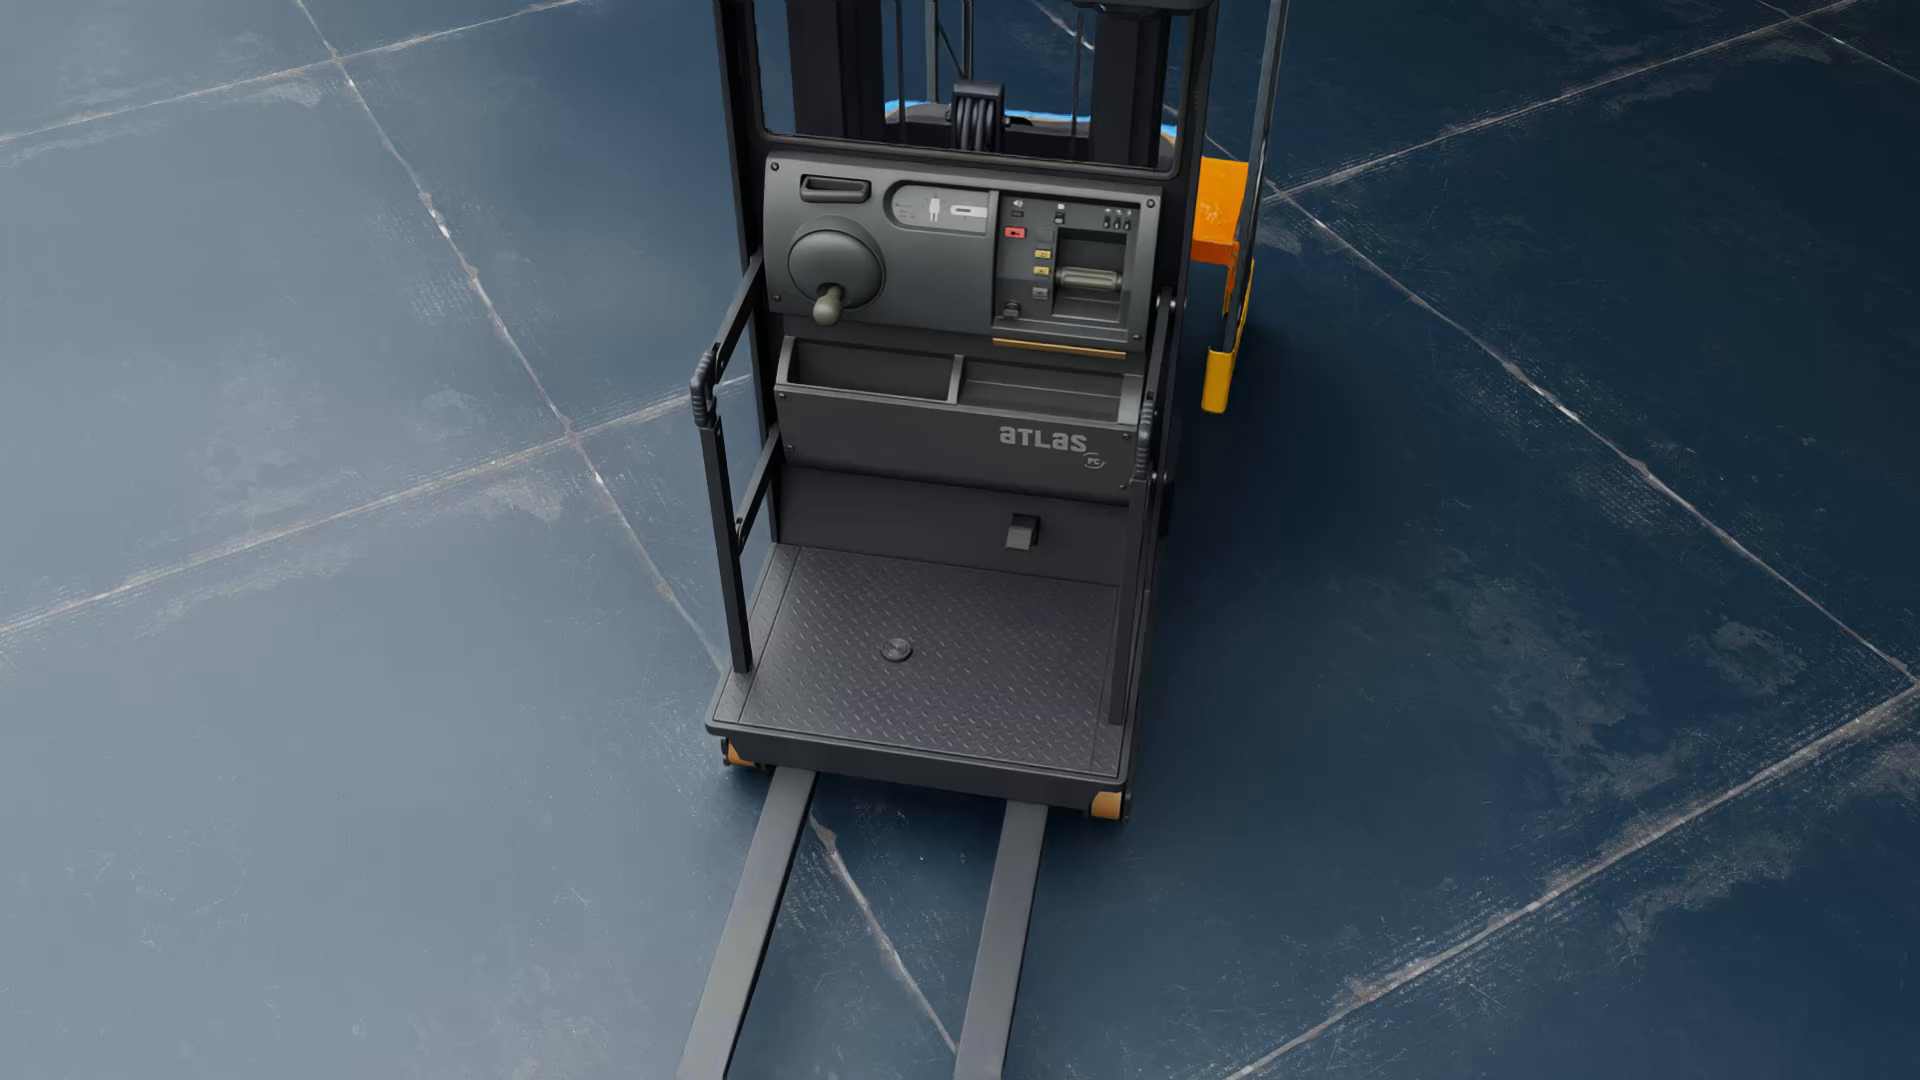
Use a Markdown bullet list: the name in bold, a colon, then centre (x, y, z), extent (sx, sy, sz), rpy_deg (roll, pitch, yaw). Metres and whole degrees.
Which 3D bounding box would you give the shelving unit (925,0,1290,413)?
- **shelving unit**: centre (0.456, -1.262, 5.474), extent (1.083, 1.500, 0.587), rpy_deg (10, 45, 10)

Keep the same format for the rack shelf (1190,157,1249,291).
- **rack shelf**: centre (0.465, -1.132, 5.597), extent (1.000, 0.185, 0.538), rpy_deg (10, 45, 10)

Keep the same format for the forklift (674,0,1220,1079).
- **forklift**: centre (-0.040, -0.582, 3.745), extent (1.130, 2.935, 3.031), rpy_deg (7, 45, 7)

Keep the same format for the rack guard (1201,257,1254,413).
- **rack guard**: centre (0.939, -0.728, 5.821), extent (0.087, 0.250, 0.587), rpy_deg (10, 45, 10)

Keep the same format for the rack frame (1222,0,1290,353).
- **rack frame**: centre (0.957, -1.173, 5.382), extent (0.032, 1.500, 0.500), rpy_deg (10, 45, 10)

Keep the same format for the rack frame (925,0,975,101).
- **rack frame**: centre (-0.027, -1.349, 5.563), extent (0.032, 1.500, 0.500), rpy_deg (10, 45, 10)
